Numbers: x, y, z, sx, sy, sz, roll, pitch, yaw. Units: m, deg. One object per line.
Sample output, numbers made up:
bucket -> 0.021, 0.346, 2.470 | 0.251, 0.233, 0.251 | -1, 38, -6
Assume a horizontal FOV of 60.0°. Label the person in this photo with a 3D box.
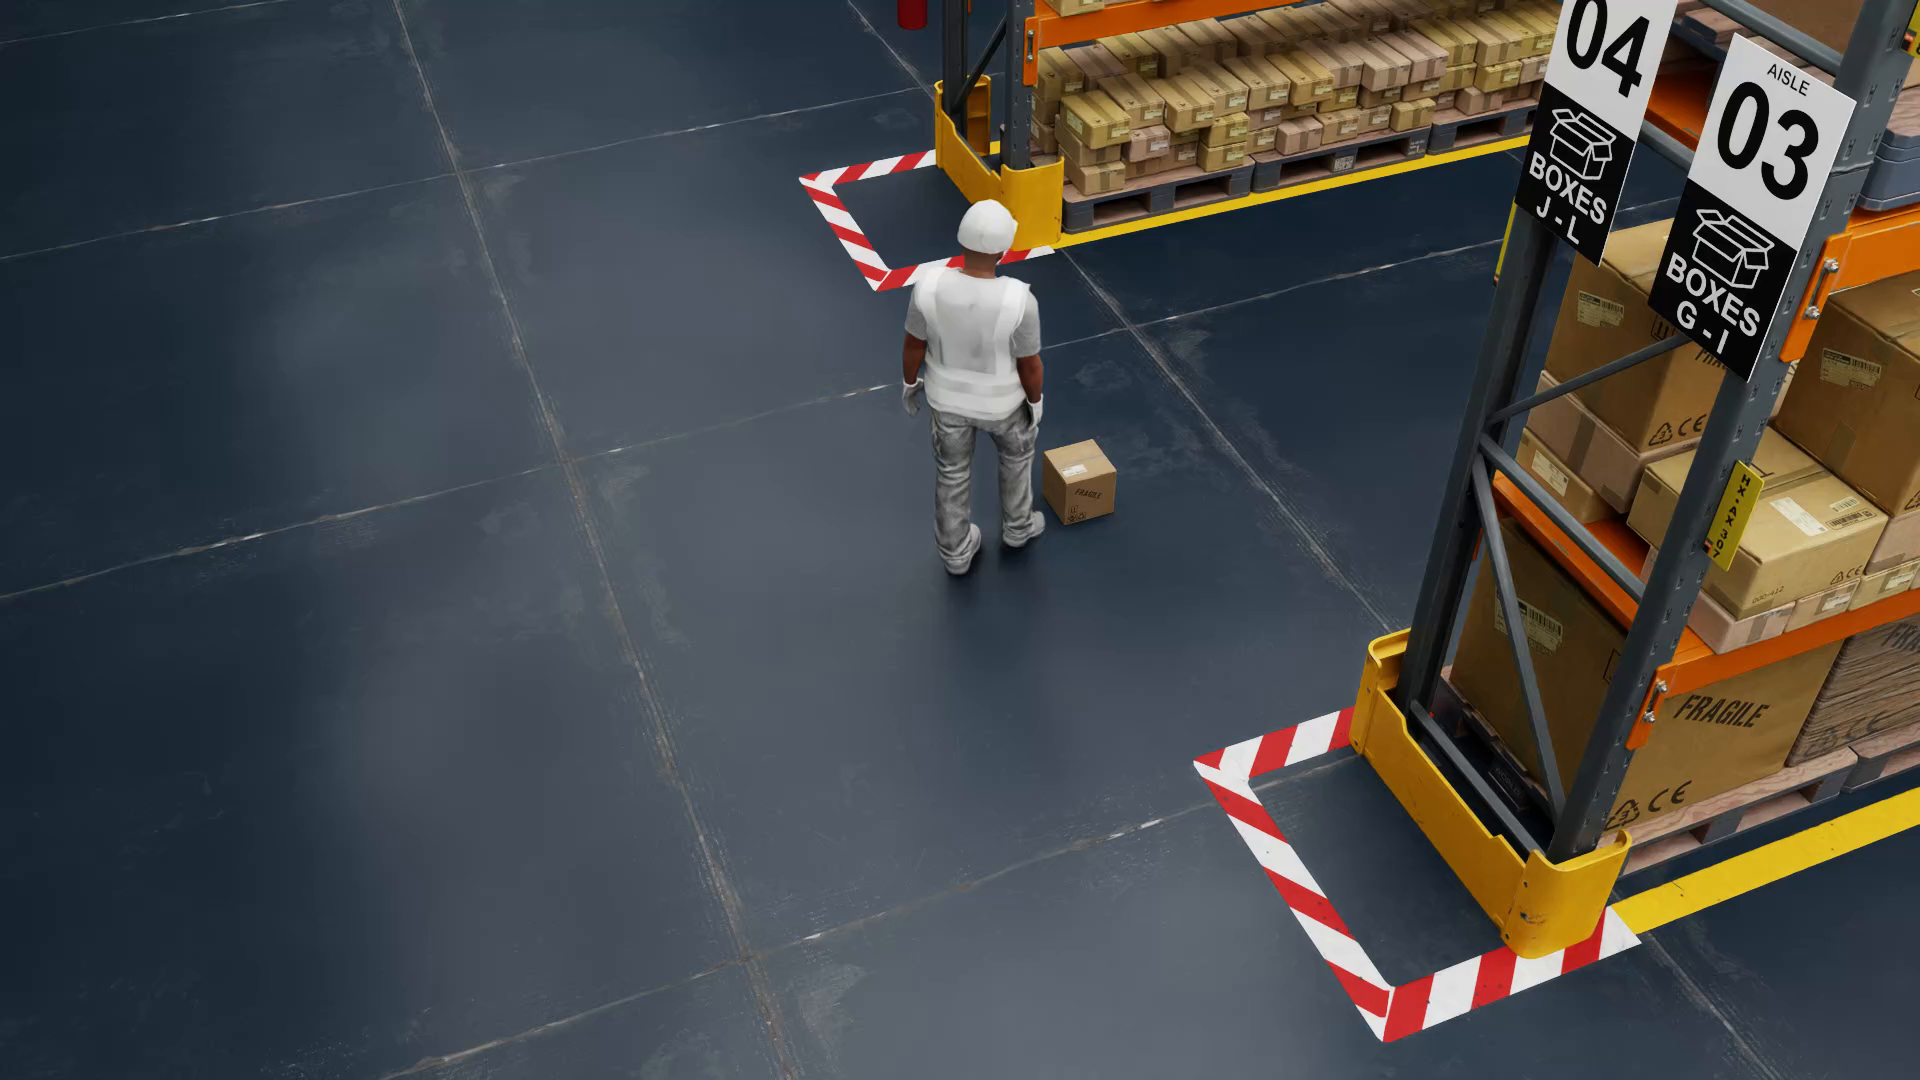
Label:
person -> 0.078, -0.651, 6.882 | 0.593, 1.809, 0.547 | 10, 42, 11
